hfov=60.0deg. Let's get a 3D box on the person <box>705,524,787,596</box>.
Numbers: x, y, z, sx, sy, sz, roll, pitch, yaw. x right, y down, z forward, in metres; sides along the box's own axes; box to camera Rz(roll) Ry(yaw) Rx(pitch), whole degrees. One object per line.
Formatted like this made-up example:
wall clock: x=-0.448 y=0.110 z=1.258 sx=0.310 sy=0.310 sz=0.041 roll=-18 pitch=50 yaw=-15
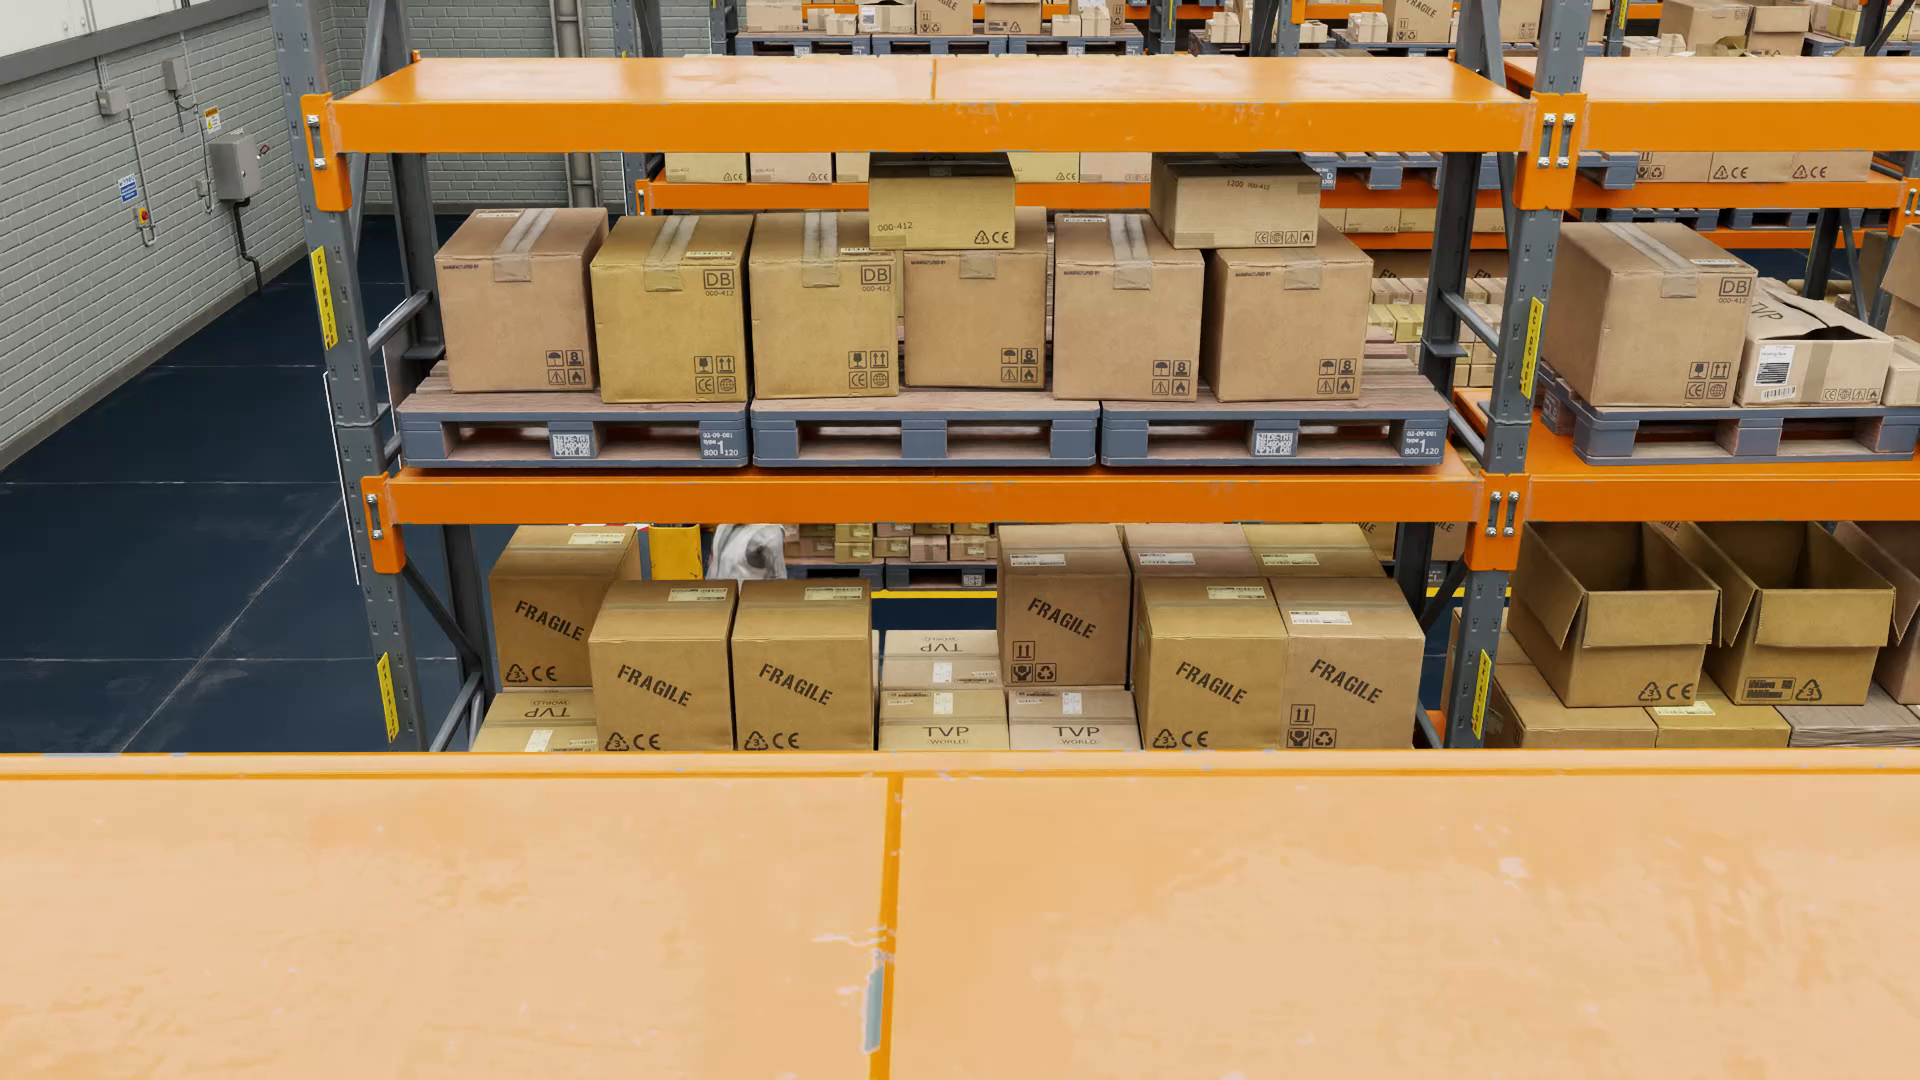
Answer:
person: x=-1.236 y=0.414 z=9.152 sx=0.790 sy=1.799 sz=0.570 roll=-13 pitch=27 yaw=-27
